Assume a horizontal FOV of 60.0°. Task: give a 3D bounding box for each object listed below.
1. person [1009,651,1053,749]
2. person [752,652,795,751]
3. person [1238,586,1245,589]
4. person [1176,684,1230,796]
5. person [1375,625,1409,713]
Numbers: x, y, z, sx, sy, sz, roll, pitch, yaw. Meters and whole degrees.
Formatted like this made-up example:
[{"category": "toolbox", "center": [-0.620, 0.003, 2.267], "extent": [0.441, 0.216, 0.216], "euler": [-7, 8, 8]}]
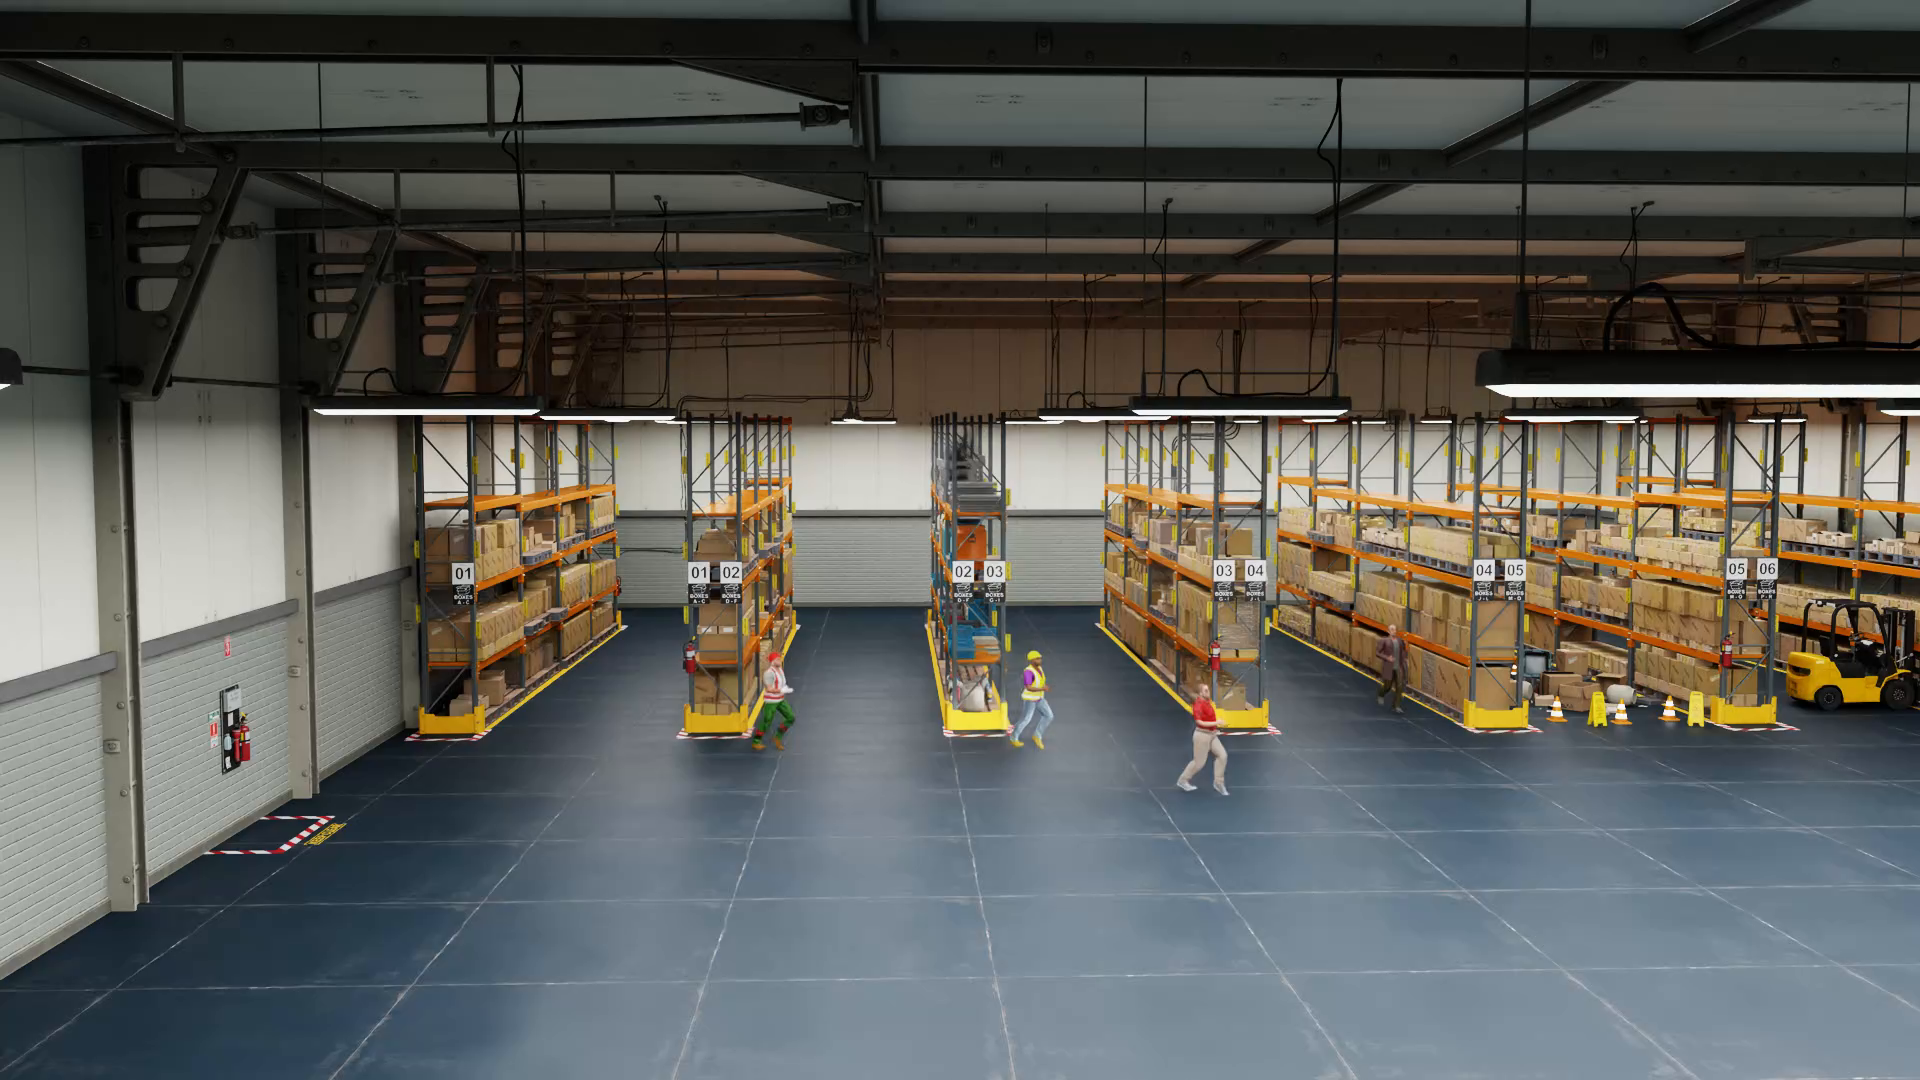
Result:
[{"category": "person", "center": [1.313, 2.833, 29.493], "extent": [0.862, 1.766, 0.717], "euler": [3, 5, 33]}, {"category": "person", "center": [-3.238, 2.832, 29.248], "extent": [0.856, 1.755, 0.682], "euler": [2, 4, 29]}, {"category": "person", "center": [8.286, 1.580, 48.173], "extent": [0.841, 1.782, 0.680], "euler": [-3, 5, -35]}, {"category": "person", "center": [3.810, 3.124, 25.933], "extent": [0.822, 1.772, 0.670], "euler": [2, 4, 28]}, {"category": "person", "center": [8.705, 2.579, 33.477], "extent": [0.721, 1.729, 0.876], "euler": [-1, 4, -9]}]
